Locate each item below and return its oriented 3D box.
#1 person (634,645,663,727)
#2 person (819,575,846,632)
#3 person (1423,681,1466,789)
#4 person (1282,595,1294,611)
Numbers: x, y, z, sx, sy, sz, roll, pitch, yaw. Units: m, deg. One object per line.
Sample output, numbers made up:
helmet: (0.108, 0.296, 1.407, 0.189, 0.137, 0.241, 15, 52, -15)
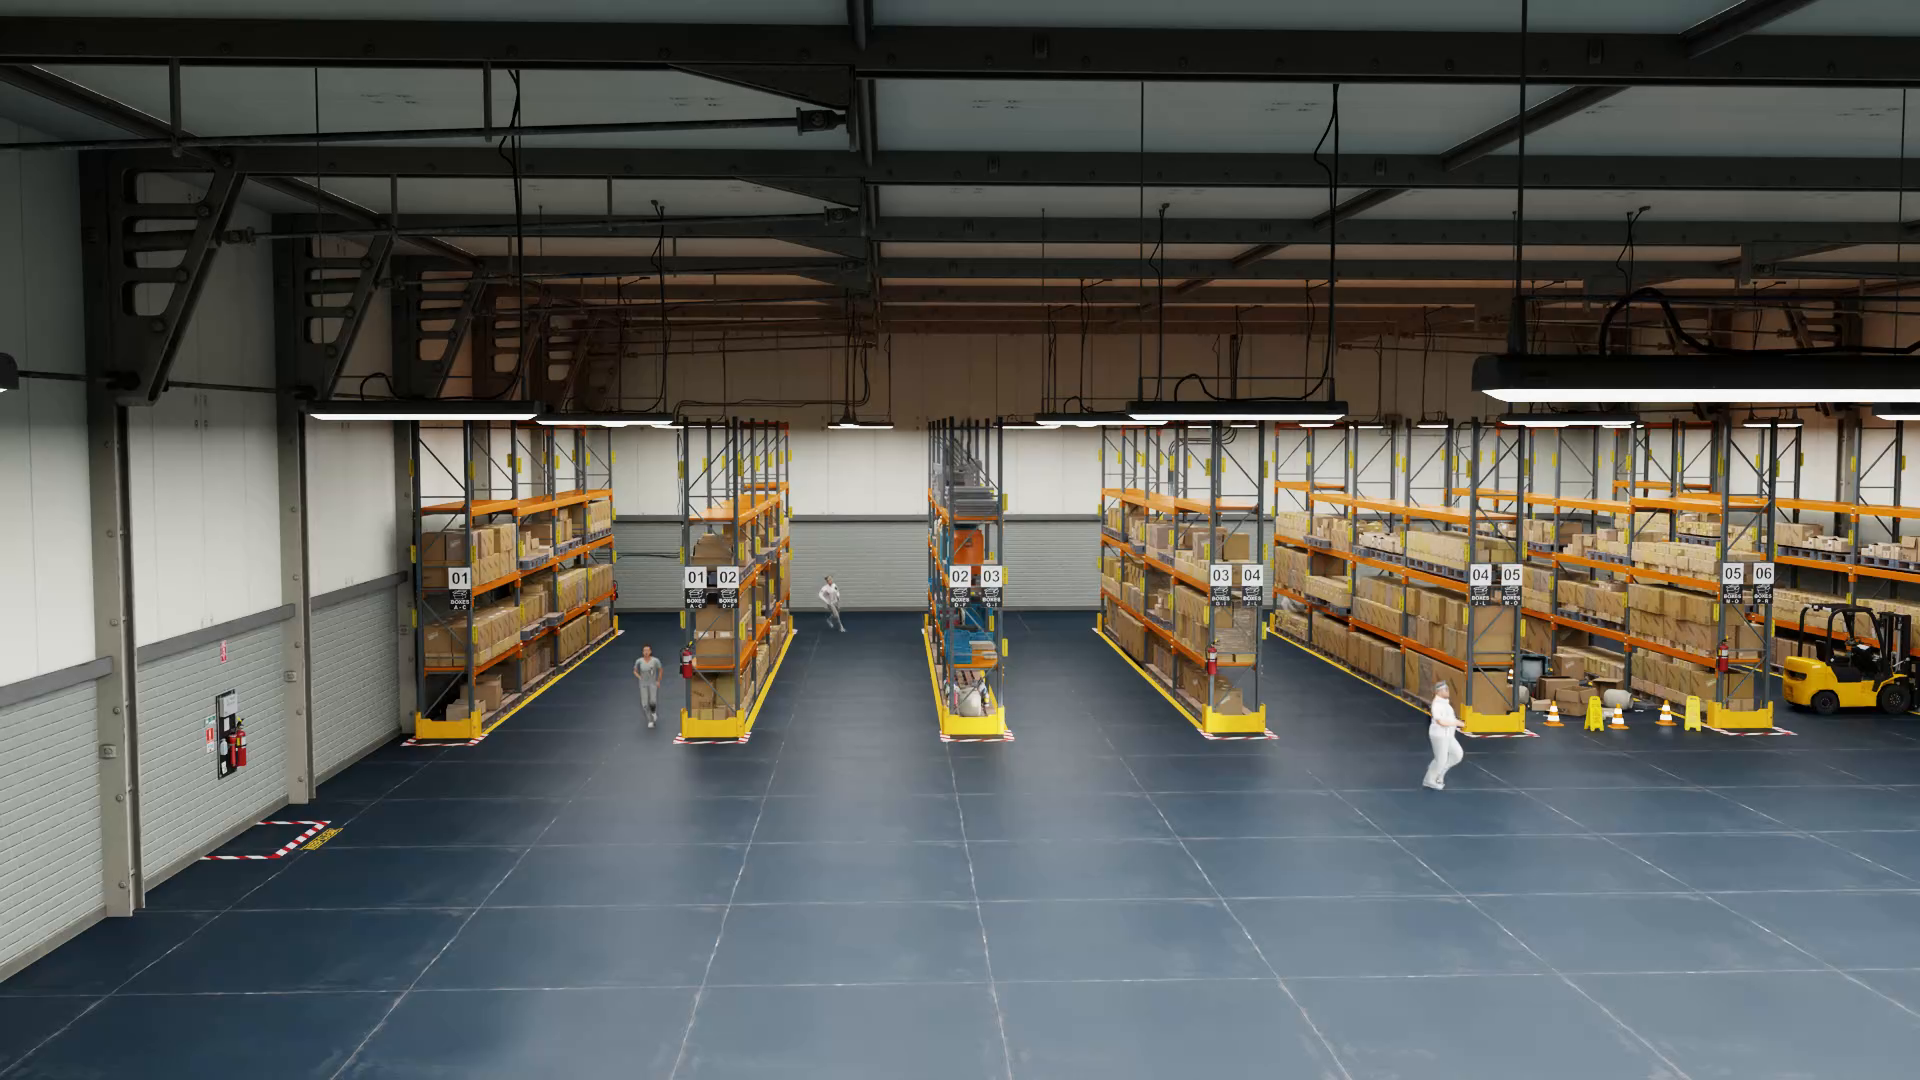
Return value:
person: (-6.026, 2.821, 32.120, 0.557, 1.613, 0.570, 0, 4, -5)
person: (-3.726, 1.813, 47.571, 0.641, 1.642, 0.832, -3, 5, -42)
person: (7.742, 3.106, 26.542, 0.655, 1.752, 0.646, 2, 4, 29)
person: (9.746, 1.599, 49.413, 0.800, 1.845, 0.647, -2, 4, -28)
